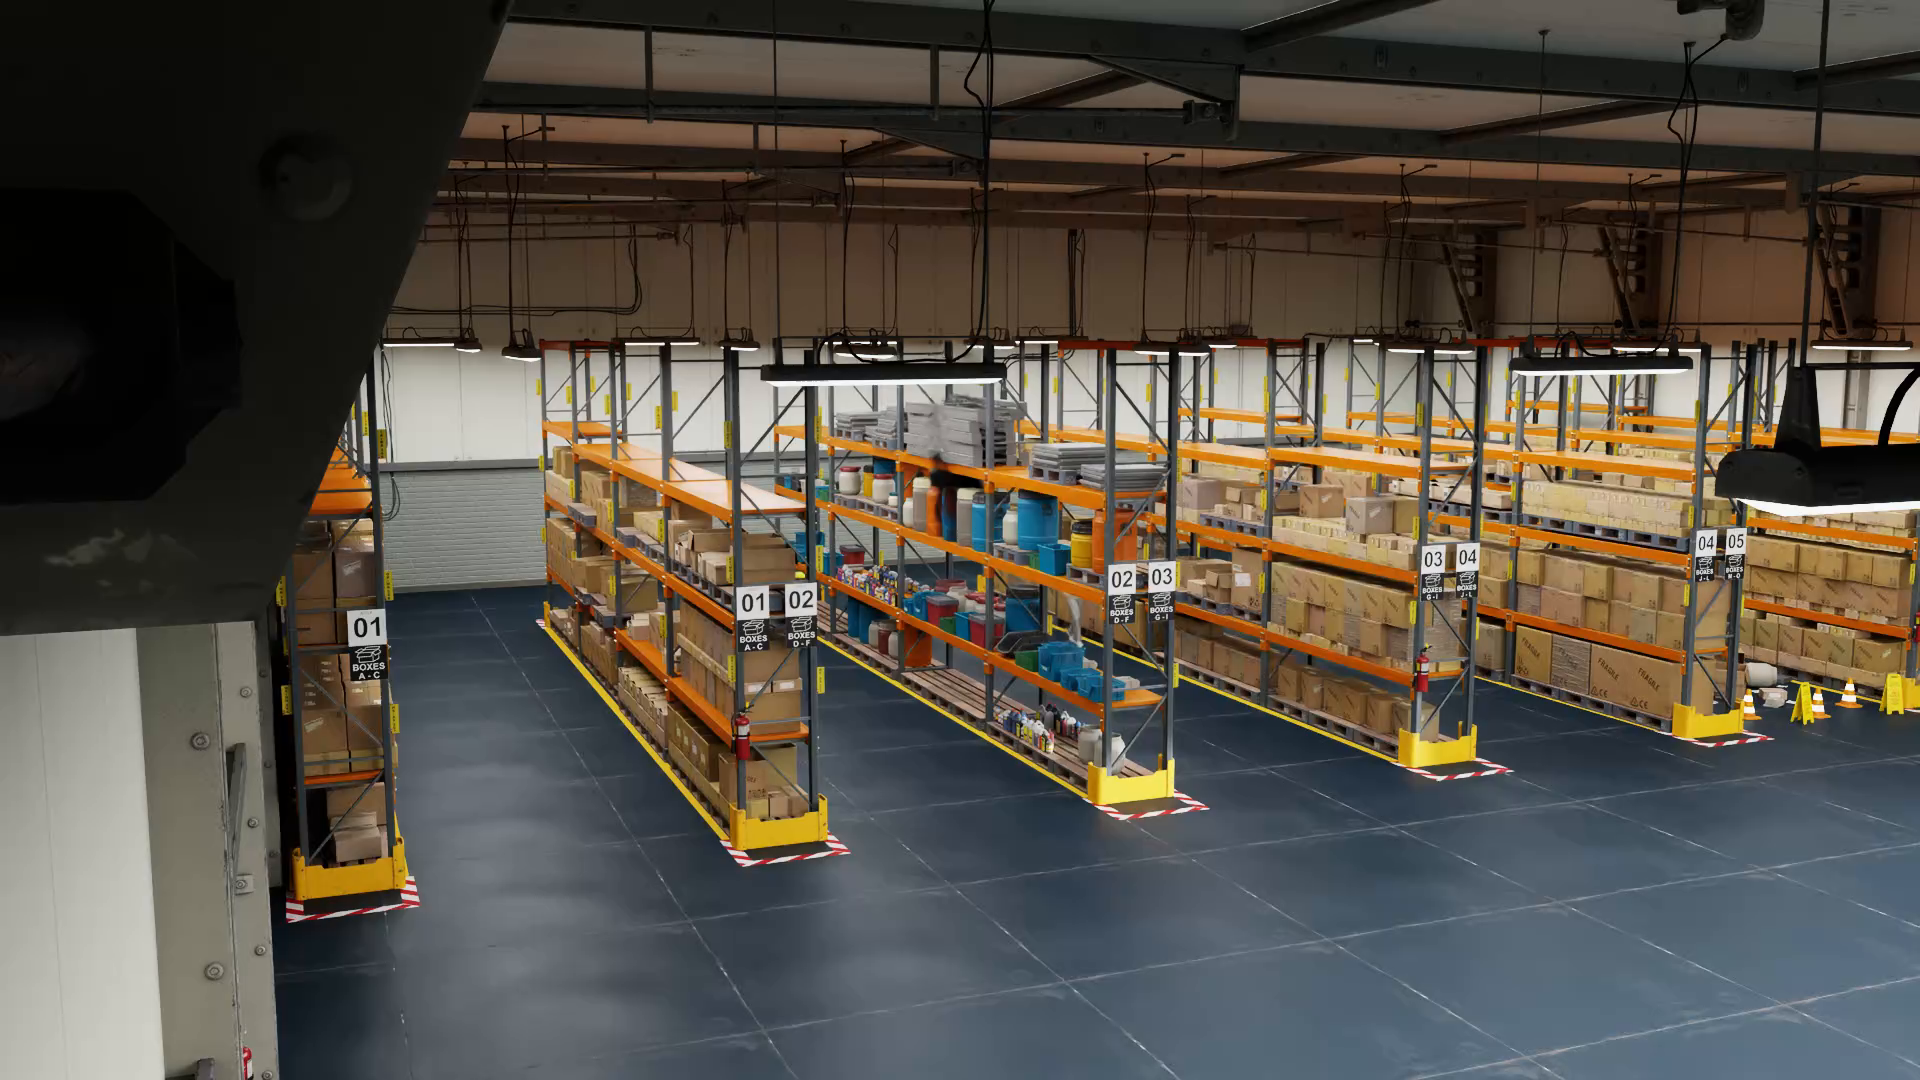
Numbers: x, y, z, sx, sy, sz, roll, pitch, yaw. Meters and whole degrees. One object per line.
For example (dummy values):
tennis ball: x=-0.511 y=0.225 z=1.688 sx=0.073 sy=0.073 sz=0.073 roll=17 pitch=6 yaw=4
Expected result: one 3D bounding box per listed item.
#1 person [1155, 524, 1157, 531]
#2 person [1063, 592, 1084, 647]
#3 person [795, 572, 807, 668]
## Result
person: x=4.456 y=0.429 z=38.645 sx=0.691 sy=1.785 sz=0.975 roll=-2 pitch=8 yaw=-13
person: x=2.164 y=1.160 z=31.489 sx=0.570 sy=1.662 sz=0.766 roll=-3 pitch=8 yaw=-22
person: x=-2.809 y=1.414 z=29.115 sx=0.702 sy=1.730 sz=0.588 roll=-4 pitch=8 yaw=-26
